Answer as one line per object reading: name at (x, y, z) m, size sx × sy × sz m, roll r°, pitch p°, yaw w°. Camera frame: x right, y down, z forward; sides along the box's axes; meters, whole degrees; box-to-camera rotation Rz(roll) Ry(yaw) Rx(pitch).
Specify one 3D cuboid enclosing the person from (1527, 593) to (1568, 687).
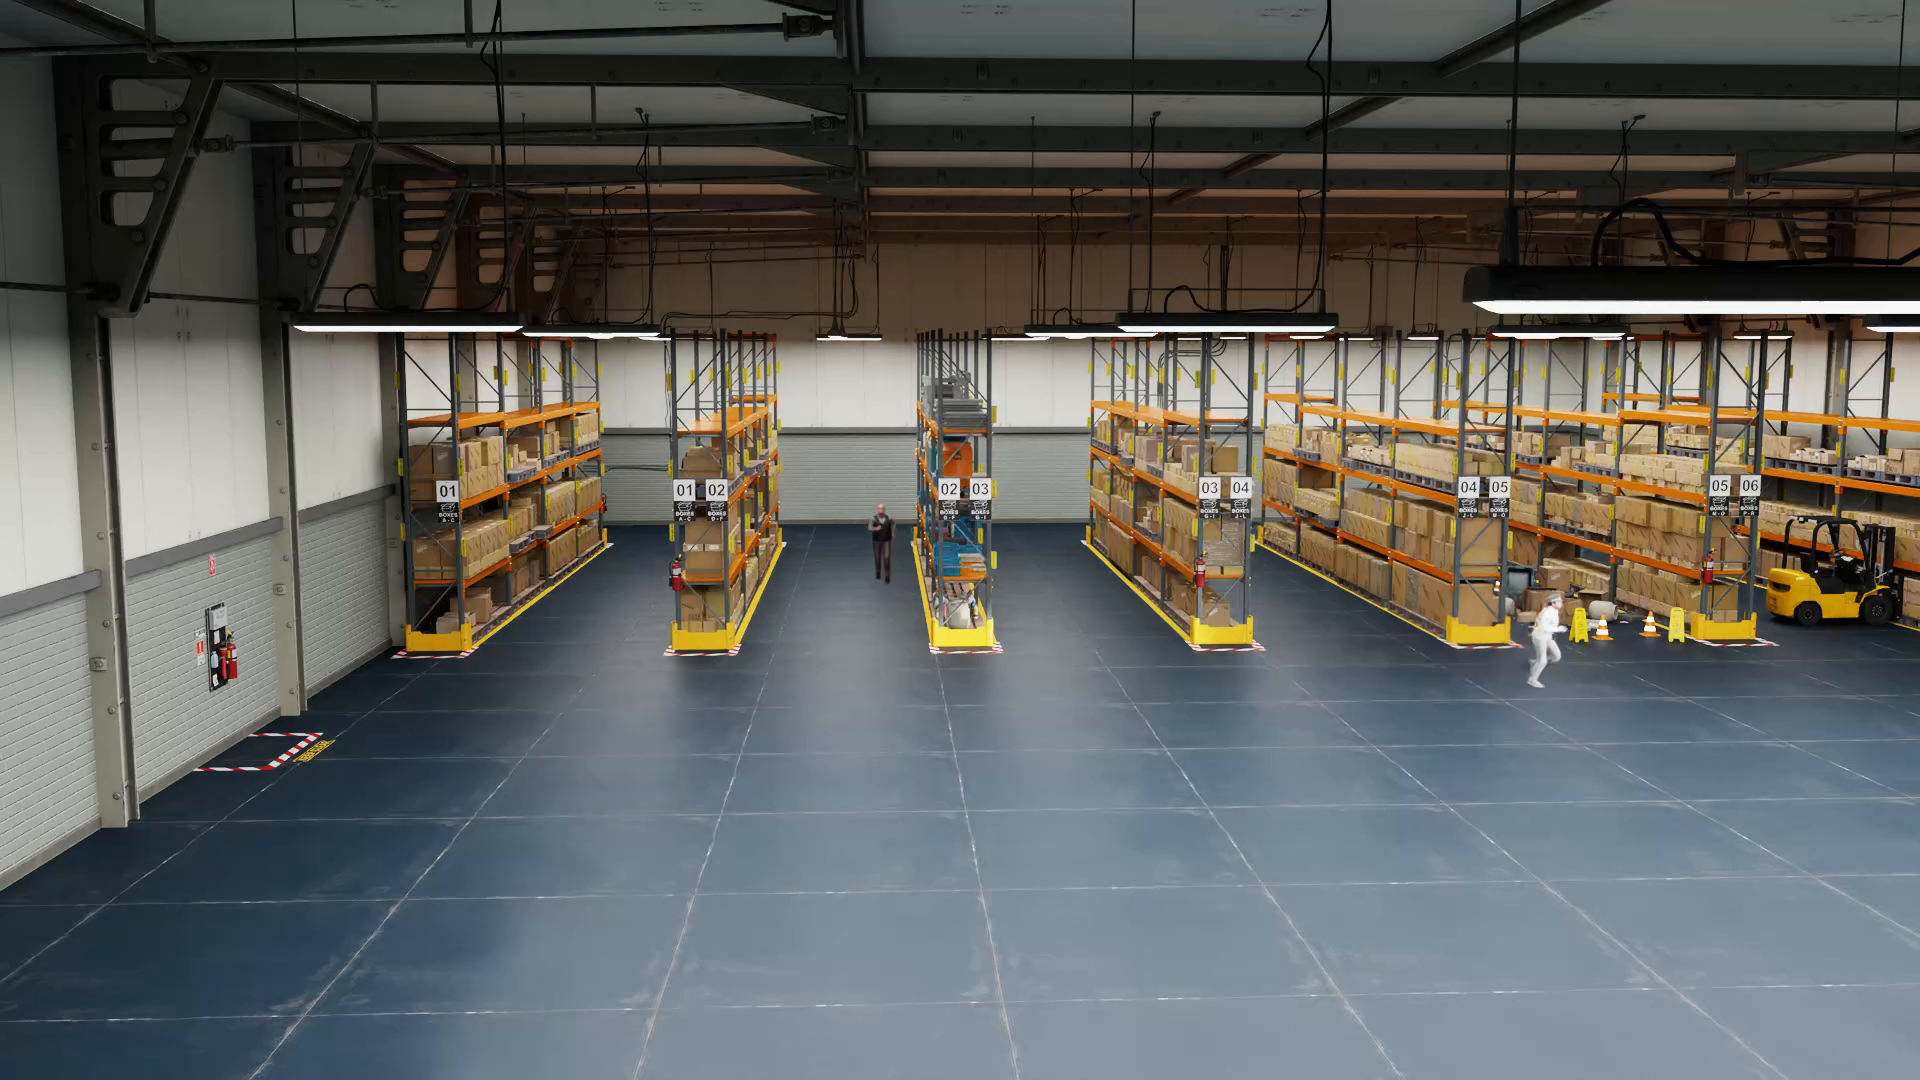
person at (9.803, 1.673, 27.713) m, size 0.660 × 1.628 × 0.597 m, roll 6°, pitch 9°, yaw 40°

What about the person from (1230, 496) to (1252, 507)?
person at (8.099, -0.862, 48.473) m, size 0.775 × 1.819 × 0.702 m, roll -5°, pitch 8°, yaw -35°

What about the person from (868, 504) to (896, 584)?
person at (-1.792, 0.069, 38.197) m, size 0.649 × 1.779 × 0.807 m, roll -1°, pitch 7°, yaw -5°
